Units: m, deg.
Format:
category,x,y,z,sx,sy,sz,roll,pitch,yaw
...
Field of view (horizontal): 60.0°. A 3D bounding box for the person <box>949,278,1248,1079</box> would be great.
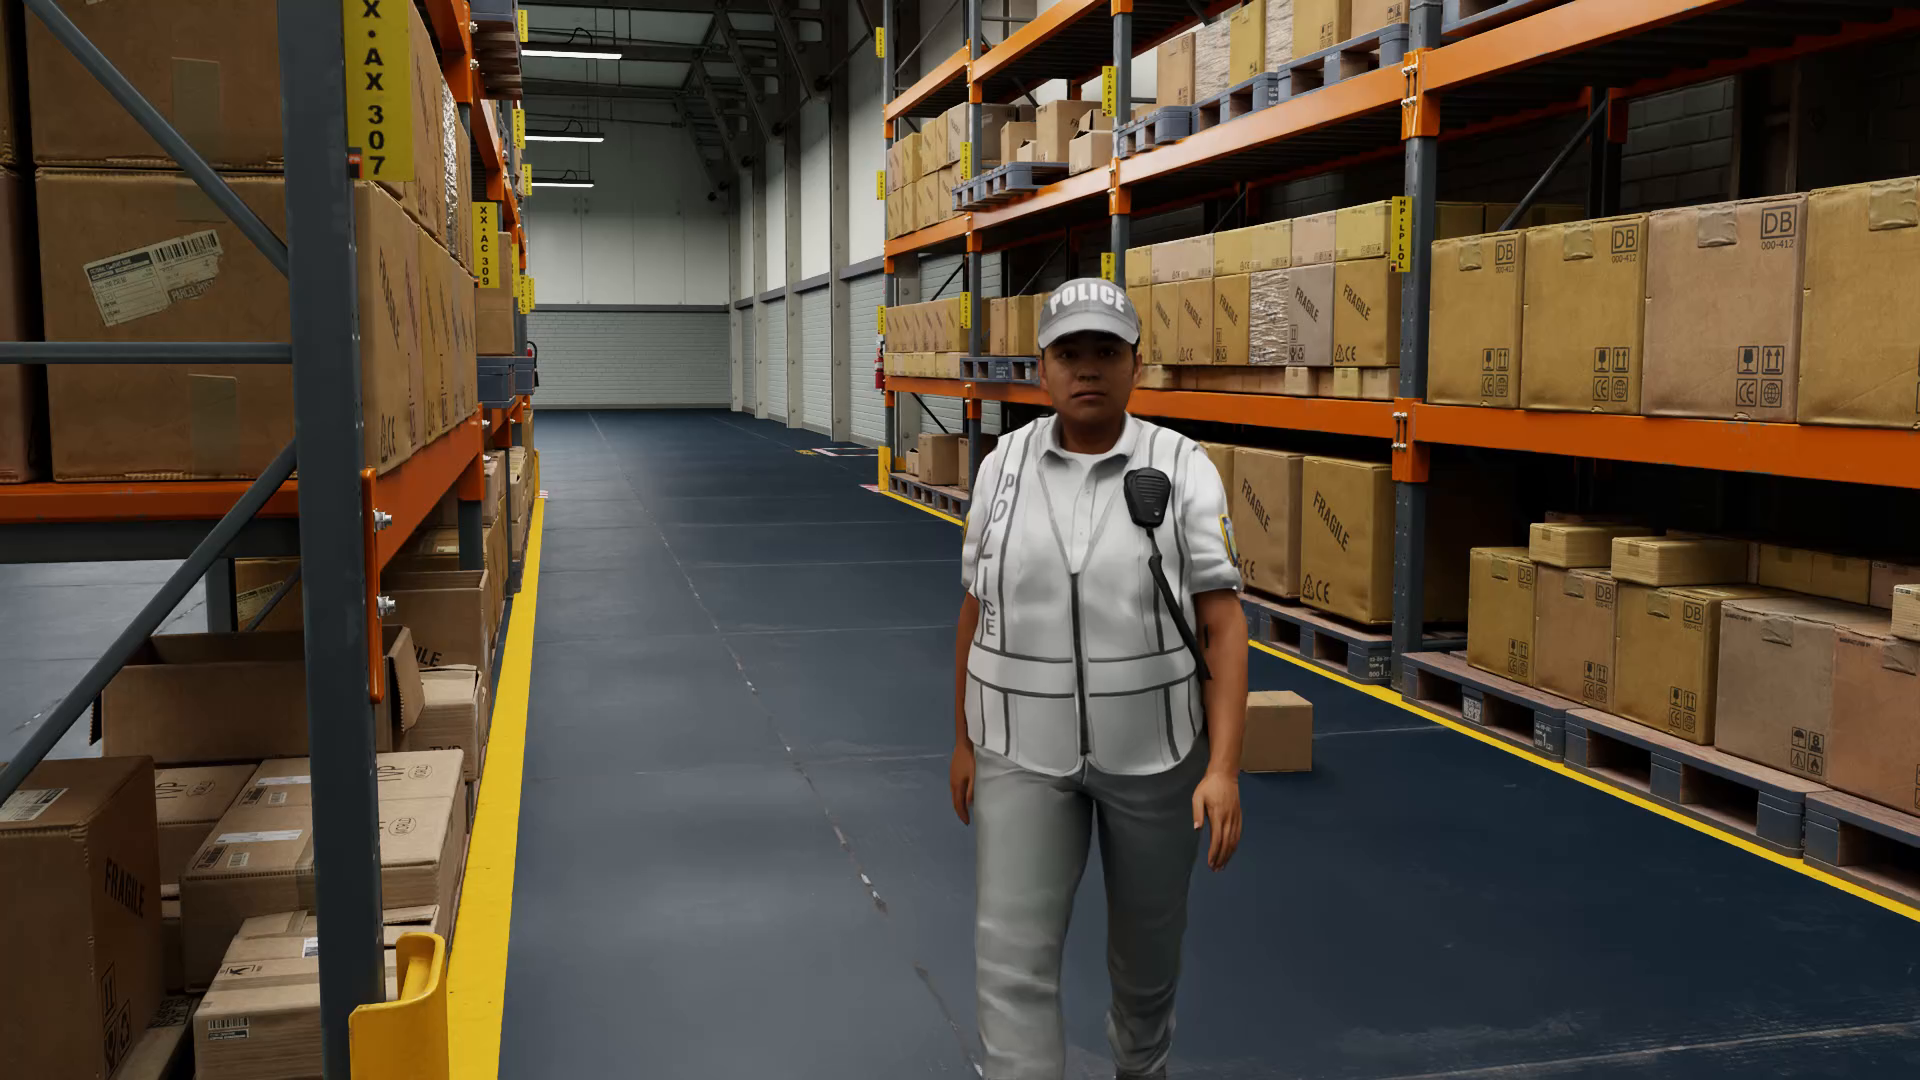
category,x,y,z,sx,sy,sz,roll,pitch,yaw
person,0.220,0.363,2.828,0.526,1.602,1.012,1,6,8
